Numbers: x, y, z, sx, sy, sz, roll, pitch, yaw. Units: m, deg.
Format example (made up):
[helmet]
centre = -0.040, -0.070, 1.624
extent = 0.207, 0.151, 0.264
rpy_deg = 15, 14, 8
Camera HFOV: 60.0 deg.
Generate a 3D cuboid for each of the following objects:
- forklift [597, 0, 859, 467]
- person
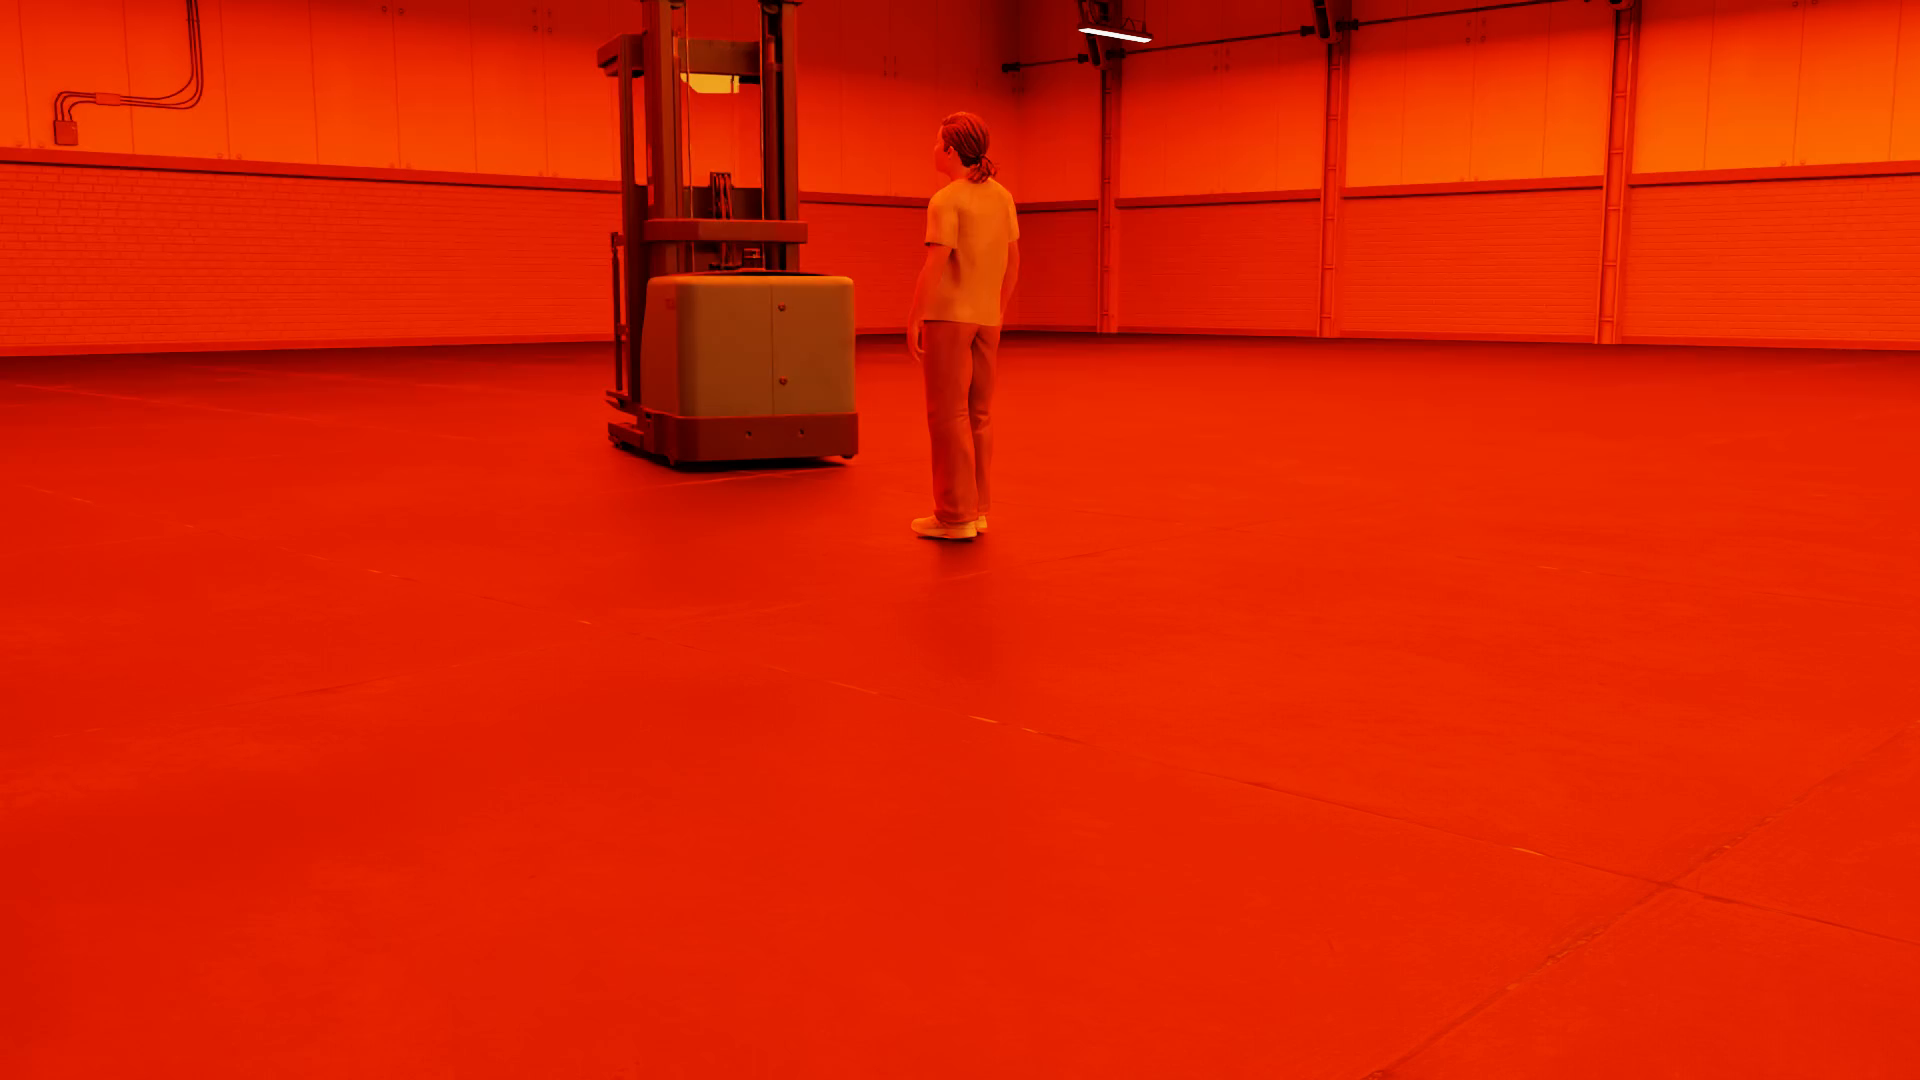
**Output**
[forklift]
centre = -1.618, -2.039, 10.413
extent = 1.130, 2.935, 3.031
rpy_deg = -4, 9, -23
[person]
centre = -0.045, -0.845, 6.651
extent = 0.548, 1.673, 0.553
rpy_deg = 8, 12, 43
